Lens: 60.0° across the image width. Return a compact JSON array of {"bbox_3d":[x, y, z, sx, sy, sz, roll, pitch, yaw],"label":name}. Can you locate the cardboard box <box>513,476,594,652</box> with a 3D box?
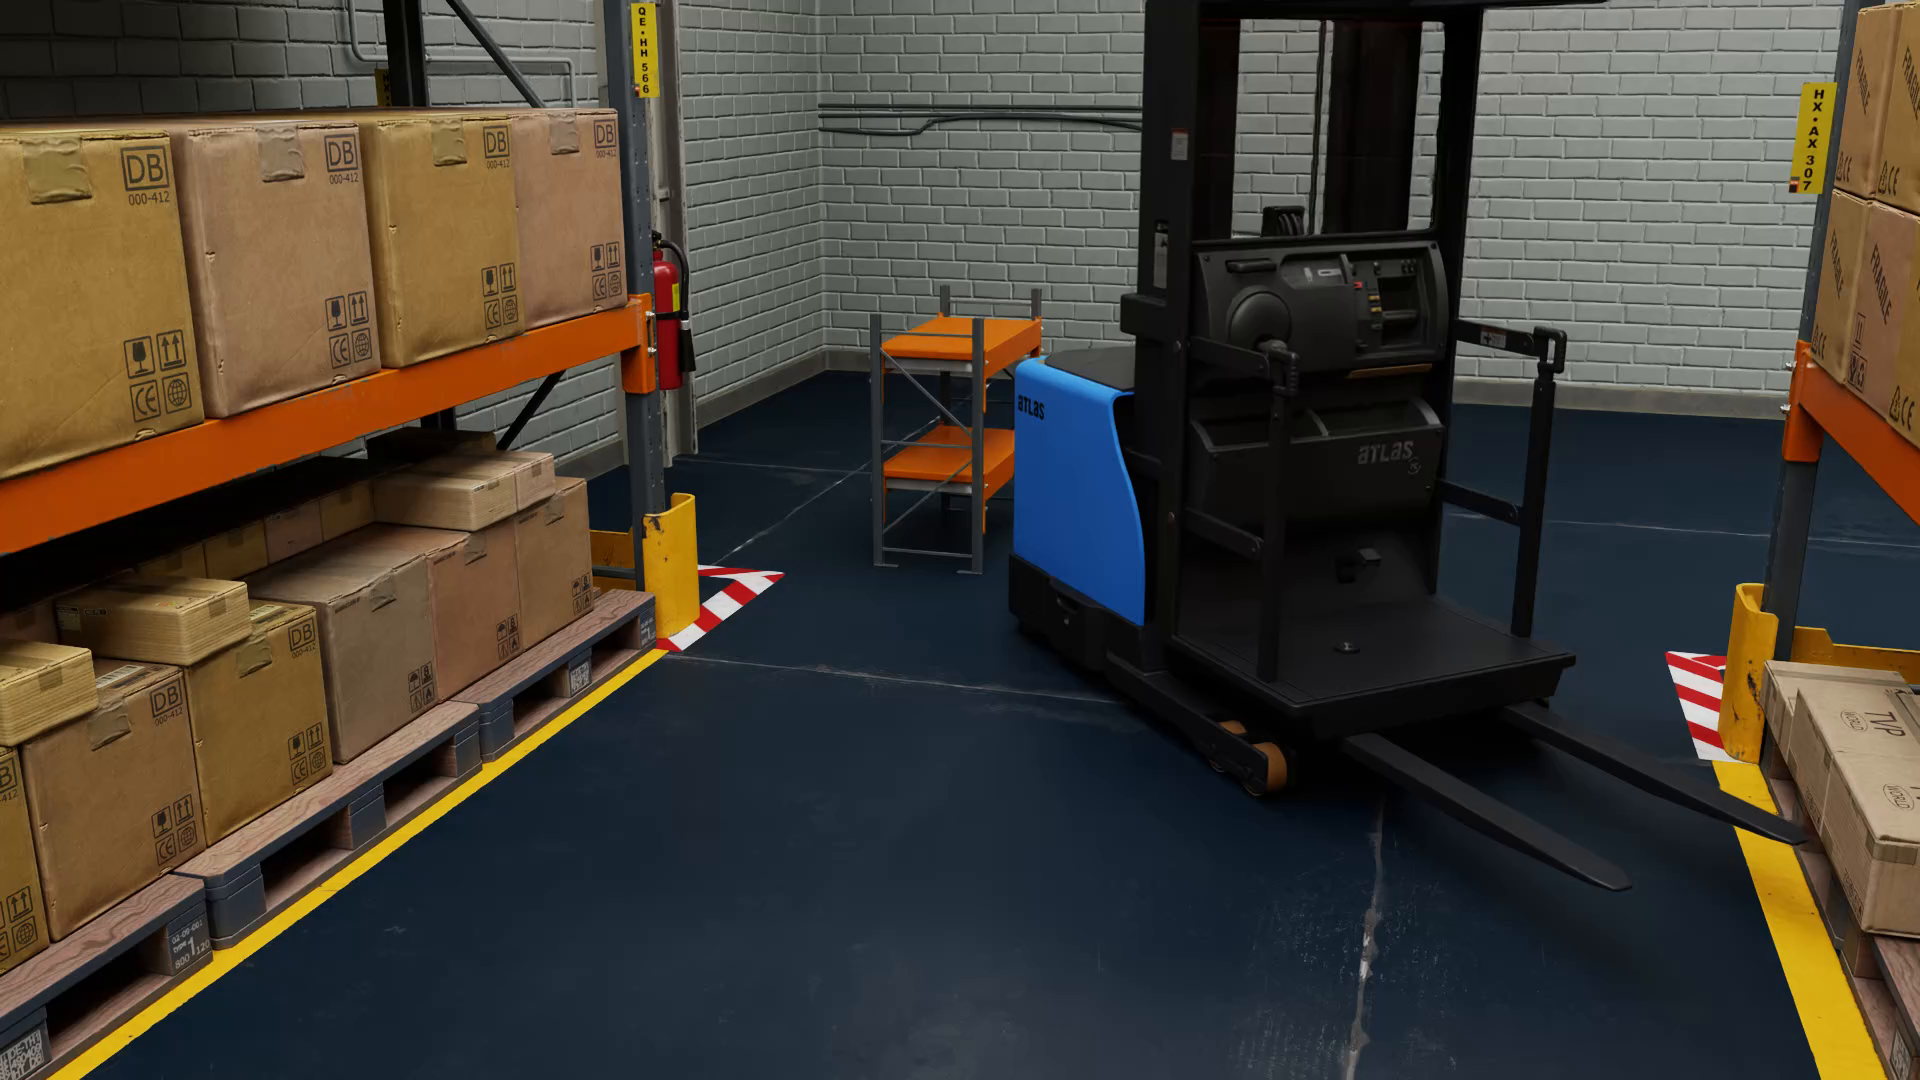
[{"bbox_3d":[-1.756,0.055,5.951,0.700,0.500,0.500,5,16,16],"label":"cardboard box"}]

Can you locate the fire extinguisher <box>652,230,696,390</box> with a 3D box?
[{"bbox_3d":[-1.168,-0.924,6.415,0.296,0.674,0.183,5,16,16],"label":"fire extinguisher"}]

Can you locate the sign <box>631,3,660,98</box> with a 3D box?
[{"bbox_3d":[-1.137,-1.762,5.989,0.100,0.325,0.005,5,16,16],"label":"sign"}]

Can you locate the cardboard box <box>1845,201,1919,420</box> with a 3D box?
[{"bbox_3d":[2.577,-0.571,4.161,0.500,0.500,0.500,4,16,15],"label":"cardboard box"}]

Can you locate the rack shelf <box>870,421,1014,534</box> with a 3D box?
[{"bbox_3d":[0.002,-0.308,7.749,0.538,0.278,1.000,5,16,16],"label":"rack shelf"}]

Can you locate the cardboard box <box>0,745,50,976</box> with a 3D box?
[{"bbox_3d":[-2.479,0.723,3.596,0.700,0.500,0.500,5,17,17],"label":"cardboard box"}]

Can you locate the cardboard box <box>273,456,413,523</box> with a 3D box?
[{"bbox_3d":[-2.055,-0.173,5.565,0.380,0.149,0.250,5,16,16],"label":"cardboard box"}]

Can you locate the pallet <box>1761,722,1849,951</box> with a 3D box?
[{"bbox_3d":[2.850,0.817,4.564,1.003,0.211,1.213,5,16,16],"label":"pallet"}]

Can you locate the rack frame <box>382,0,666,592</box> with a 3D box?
[{"bbox_3d":[-1.653,-1.137,6.340,1.000,3.000,0.127,5,16,16],"label":"rack frame"}]

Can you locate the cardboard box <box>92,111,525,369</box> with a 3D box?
[{"bbox_3d":[-1.984,-0.956,5.152,0.980,0.700,0.700,4,16,15],"label":"cardboard box"}]

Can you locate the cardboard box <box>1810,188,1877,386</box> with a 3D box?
[{"bbox_3d":[2.719,-0.706,4.638,0.500,0.500,0.500,5,17,17],"label":"cardboard box"}]

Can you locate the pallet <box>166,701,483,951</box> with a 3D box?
[{"bbox_3d":[-2.154,0.738,4.840,1.003,0.211,1.213,5,16,16],"label":"pallet"}]

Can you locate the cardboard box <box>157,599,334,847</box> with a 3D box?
[{"bbox_3d":[-2.185,0.457,4.532,0.700,0.500,0.500,5,17,17],"label":"cardboard box"}]

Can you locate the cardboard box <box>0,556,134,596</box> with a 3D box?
[{"bbox_3d":[-2.416,0.160,4.391,0.380,0.149,0.250,5,17,16],"label":"cardboard box"}]

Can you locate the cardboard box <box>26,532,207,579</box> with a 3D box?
[{"bbox_3d":[-2.343,0.092,4.629,0.380,0.149,0.250,4,16,15],"label":"cardboard box"}]

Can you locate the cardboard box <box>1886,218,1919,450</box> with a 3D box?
[{"bbox_3d":[2.432,-0.440,3.699,0.500,0.500,0.500,5,16,16],"label":"cardboard box"}]

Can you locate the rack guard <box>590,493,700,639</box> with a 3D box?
[{"bbox_3d":[-1.646,0.059,6.703,1.175,0.500,0.348,5,16,16],"label":"rack guard"}]

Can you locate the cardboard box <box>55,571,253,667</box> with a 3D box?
[{"bbox_3d":[-2.058,0.198,4.255,0.380,0.149,0.250,4,16,14],"label":"cardboard box"}]

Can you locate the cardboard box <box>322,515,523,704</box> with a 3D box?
[{"bbox_3d":[-1.898,0.186,5.489,0.700,0.500,0.500,5,16,16],"label":"cardboard box"}]

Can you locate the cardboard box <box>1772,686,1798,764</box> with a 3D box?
[{"bbox_3d":[2.578,0.546,4.793,0.380,0.166,0.250,5,16,16],"label":"cardboard box"}]

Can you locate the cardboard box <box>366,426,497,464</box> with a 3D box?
[{"bbox_3d":[-1.912,-0.306,6.032,0.380,0.149,0.250,5,17,16],"label":"cardboard box"}]

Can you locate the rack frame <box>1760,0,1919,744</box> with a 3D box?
[{"bbox_3d":[3.098,-0.754,4.989,1.000,3.000,0.127,5,16,16],"label":"rack frame"}]

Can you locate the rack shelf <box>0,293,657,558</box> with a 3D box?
[{"bbox_3d":[-2.221,-0.267,4.594,1.077,0.370,4.000,5,16,16],"label":"rack shelf"}]

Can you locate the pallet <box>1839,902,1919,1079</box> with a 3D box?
[{"bbox_3d":[2.502,1.135,3.442,1.003,0.211,1.213,5,16,16],"label":"pallet"}]

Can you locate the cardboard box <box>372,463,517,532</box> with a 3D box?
[{"bbox_3d":[-1.690,-0.143,5.458,0.380,0.149,0.250,5,17,17],"label":"cardboard box"}]

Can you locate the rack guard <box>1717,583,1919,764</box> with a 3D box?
[{"bbox_3d":[3.076,0.469,5.260,1.175,0.500,0.348,5,16,16],"label":"rack guard"}]

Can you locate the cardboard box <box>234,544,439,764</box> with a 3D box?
[{"bbox_3d":[-2.040,0.317,5.025,0.700,0.500,0.500,4,16,14],"label":"cardboard box"}]

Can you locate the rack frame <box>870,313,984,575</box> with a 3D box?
[{"bbox_3d":[-0.143,-0.410,7.213,0.500,1.125,0.032,5,16,16],"label":"rack frame"}]

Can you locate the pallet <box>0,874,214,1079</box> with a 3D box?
[{"bbox_3d":[-2.498,1.058,3.711,1.003,0.211,1.213,5,16,16],"label":"pallet"}]

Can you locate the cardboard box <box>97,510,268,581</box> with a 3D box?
[{"bbox_3d":[-2.271,0.026,4.863,0.380,0.149,0.250,5,17,16],"label":"cardboard box"}]

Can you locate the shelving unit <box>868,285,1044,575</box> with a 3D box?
[{"bbox_3d":[0.002,-0.543,7.682,0.538,1.125,1.048,5,16,16],"label":"shelving unit"}]

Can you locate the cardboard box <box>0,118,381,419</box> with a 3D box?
[{"bbox_3d":[-2.210,-0.757,4.451,0.980,0.700,0.700,4,16,13],"label":"cardboard box"}]

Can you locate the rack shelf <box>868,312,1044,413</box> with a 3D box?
[{"bbox_3d":[0.002,-0.825,7.602,0.538,0.278,1.000,5,16,16],"label":"rack shelf"}]

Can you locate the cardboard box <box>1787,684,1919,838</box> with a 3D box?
[{"bbox_3d":[2.529,0.609,4.419,0.500,0.250,0.500,5,16,16],"label":"cardboard box"}]

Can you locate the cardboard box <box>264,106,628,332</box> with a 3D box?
[{"bbox_3d":[-1.788,-1.147,5.826,0.980,0.700,0.700,5,17,18],"label":"cardboard box"}]

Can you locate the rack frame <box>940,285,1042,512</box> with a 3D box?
[{"bbox_3d":[0.146,-0.676,8.151,0.500,1.125,0.032,5,16,16],"label":"rack frame"}]

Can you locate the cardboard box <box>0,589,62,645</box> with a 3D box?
[{"bbox_3d":[-2.488,0.226,4.158,0.380,0.149,0.250,4,16,14],"label":"cardboard box"}]

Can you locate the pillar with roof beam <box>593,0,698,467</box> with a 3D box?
[{"bbox_3d":[2.413,-4.463,7.072,9.100,9.000,0.400,5,16,16],"label":"pillar with roof beam"}]

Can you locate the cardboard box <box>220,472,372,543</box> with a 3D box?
[{"bbox_3d":[-2.127,-0.108,5.334,0.380,0.149,0.250,5,17,16],"label":"cardboard box"}]

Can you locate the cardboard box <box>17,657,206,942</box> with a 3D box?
[{"bbox_3d":[-2.333,0.591,4.059,0.700,0.500,0.500,4,16,15],"label":"cardboard box"}]

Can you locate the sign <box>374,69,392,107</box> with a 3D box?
[{"bbox_3d":[-2.183,-1.636,6.369,0.100,0.325,0.005,5,16,16],"label":"sign"}]

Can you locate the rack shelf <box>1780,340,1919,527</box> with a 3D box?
[{"bbox_3d":[2.529,0.116,3.243,1.077,0.370,4.000,5,16,16],"label":"rack shelf"}]

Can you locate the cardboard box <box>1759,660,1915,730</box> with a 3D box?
[{"bbox_3d":[2.649,0.489,5.026,0.380,0.149,0.250,5,16,16],"label":"cardboard box"}]

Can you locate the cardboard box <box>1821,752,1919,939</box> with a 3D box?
[{"bbox_3d":[2.387,0.739,3.958,0.500,0.250,0.500,5,16,16],"label":"cardboard box"}]

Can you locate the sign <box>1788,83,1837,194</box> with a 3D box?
[{"bbox_3d":[2.577,-1.212,5.019,0.100,0.325,0.005,5,16,16],"label":"sign"}]

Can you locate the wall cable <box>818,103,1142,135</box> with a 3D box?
[{"bbox_3d":[0.297,-3.981,11.065,3.097,2.526,0.112,5,16,16],"label":"wall cable"}]

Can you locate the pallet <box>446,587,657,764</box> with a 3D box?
[{"bbox_3d":[-1.805,0.420,5.962,1.003,0.211,1.213,5,16,16],"label":"pallet"}]

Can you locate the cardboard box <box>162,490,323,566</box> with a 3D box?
[{"bbox_3d":[-2.198,-0.041,5.099,0.380,0.149,0.250,5,17,17],"label":"cardboard box"}]

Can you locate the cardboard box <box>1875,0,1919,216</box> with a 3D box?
[{"bbox_3d":[2.577,-1.050,4.018,0.500,0.500,0.500,5,17,16],"label":"cardboard box"}]

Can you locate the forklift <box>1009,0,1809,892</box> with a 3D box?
[{"bbox_3d":[1.263,-0.761,5.143,1.130,2.935,3.031,-7,17,-24],"label":"forklift"}]

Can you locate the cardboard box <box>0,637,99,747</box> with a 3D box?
[{"bbox_3d":[-2.206,0.335,3.774,0.380,0.149,0.250,5,17,18],"label":"cardboard box"}]

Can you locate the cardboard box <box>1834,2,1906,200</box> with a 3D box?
[{"bbox_3d":[2.719,-1.187,4.502,0.500,0.500,0.500,5,17,18],"label":"cardboard box"}]

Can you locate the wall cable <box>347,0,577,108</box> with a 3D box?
[{"bbox_3d":[-2.196,-2.034,7.641,0.084,1.984,1.851,5,16,16],"label":"wall cable"}]

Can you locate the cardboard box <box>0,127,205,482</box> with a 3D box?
[{"bbox_3d":[-2.407,-0.566,3.777,0.980,0.700,0.700,4,16,14],"label":"cardboard box"}]

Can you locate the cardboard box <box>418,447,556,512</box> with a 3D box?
[{"bbox_3d":[-1.618,-0.210,5.694,0.380,0.149,0.250,4,16,15],"label":"cardboard box"}]
